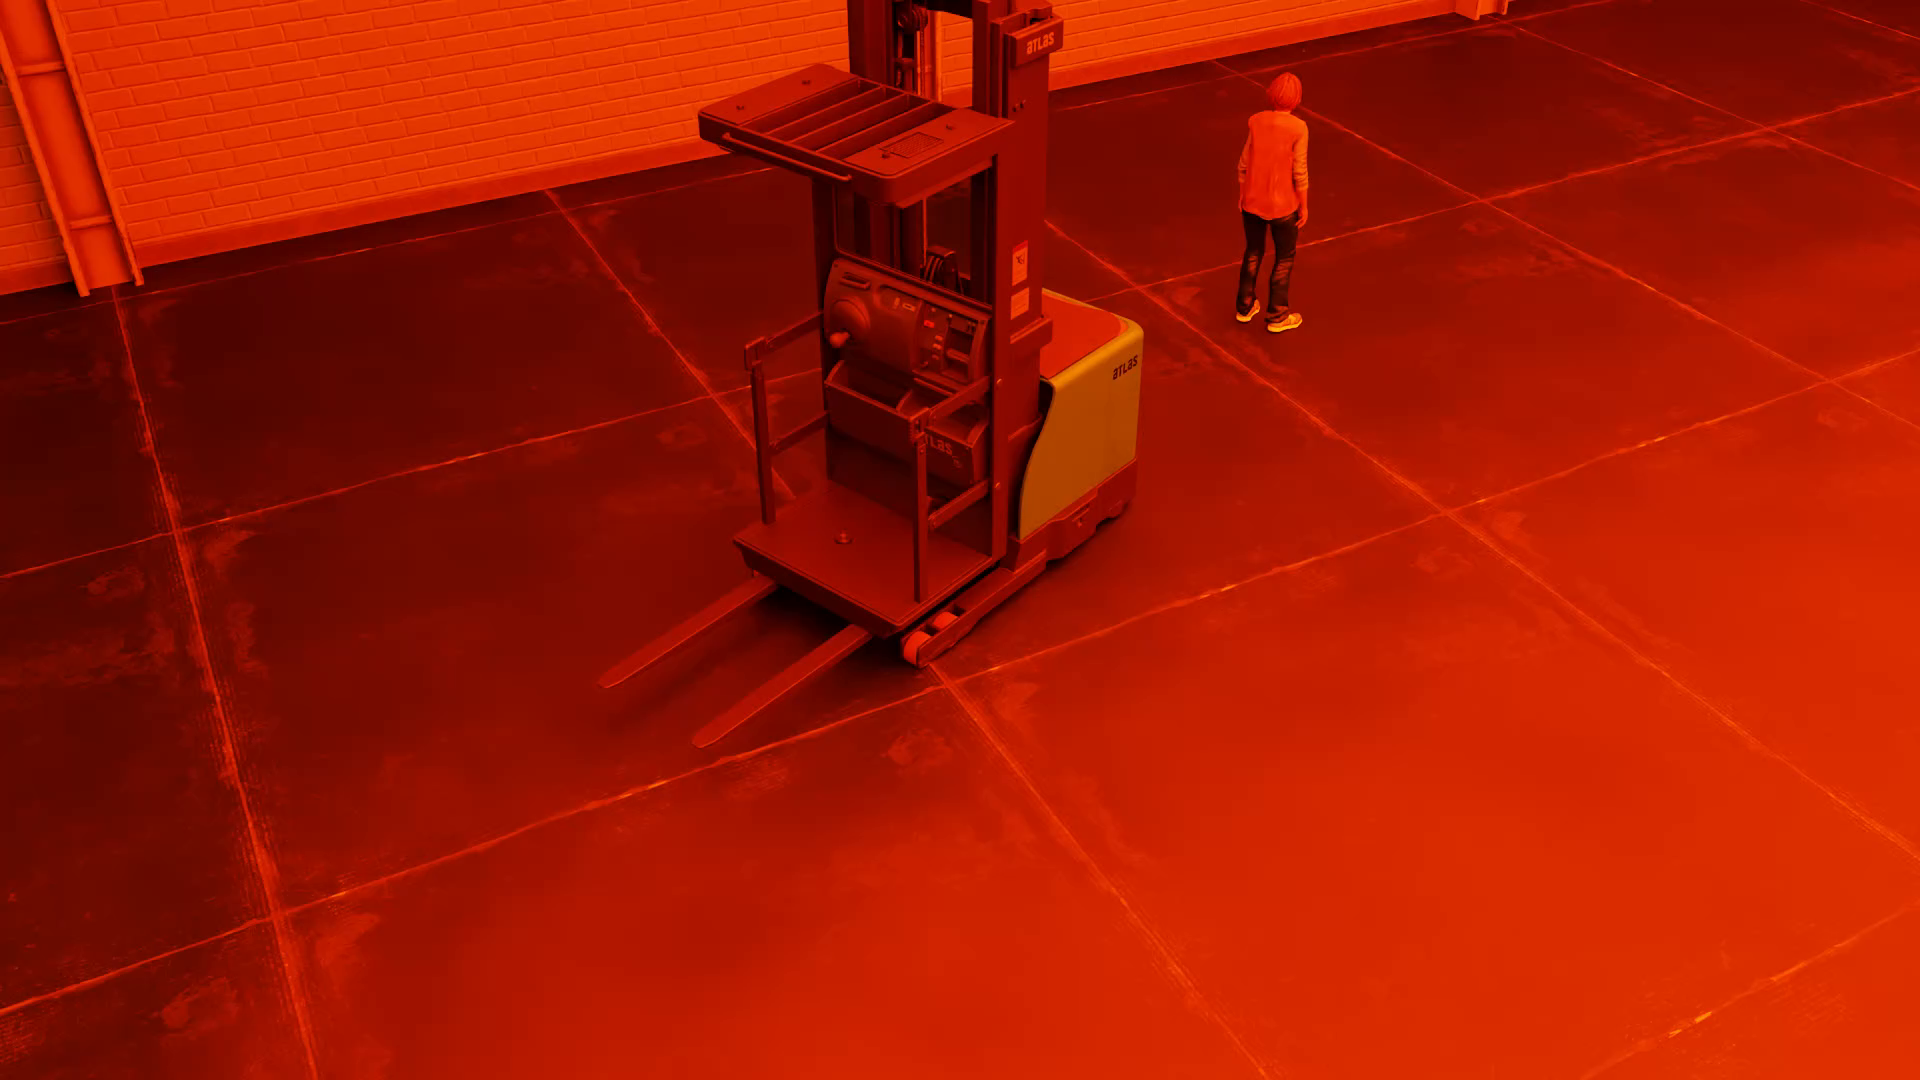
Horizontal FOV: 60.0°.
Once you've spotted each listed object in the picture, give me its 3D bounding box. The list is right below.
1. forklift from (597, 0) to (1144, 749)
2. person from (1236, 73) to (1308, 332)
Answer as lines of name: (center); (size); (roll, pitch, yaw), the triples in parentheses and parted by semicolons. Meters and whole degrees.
forklift: (-0.390, -0.927, 7.434); (1.130, 2.935, 3.031); (26, 43, 31)
person: (1.912, -2.050, 10.184); (0.480, 1.592, 0.346); (23, 41, 29)
